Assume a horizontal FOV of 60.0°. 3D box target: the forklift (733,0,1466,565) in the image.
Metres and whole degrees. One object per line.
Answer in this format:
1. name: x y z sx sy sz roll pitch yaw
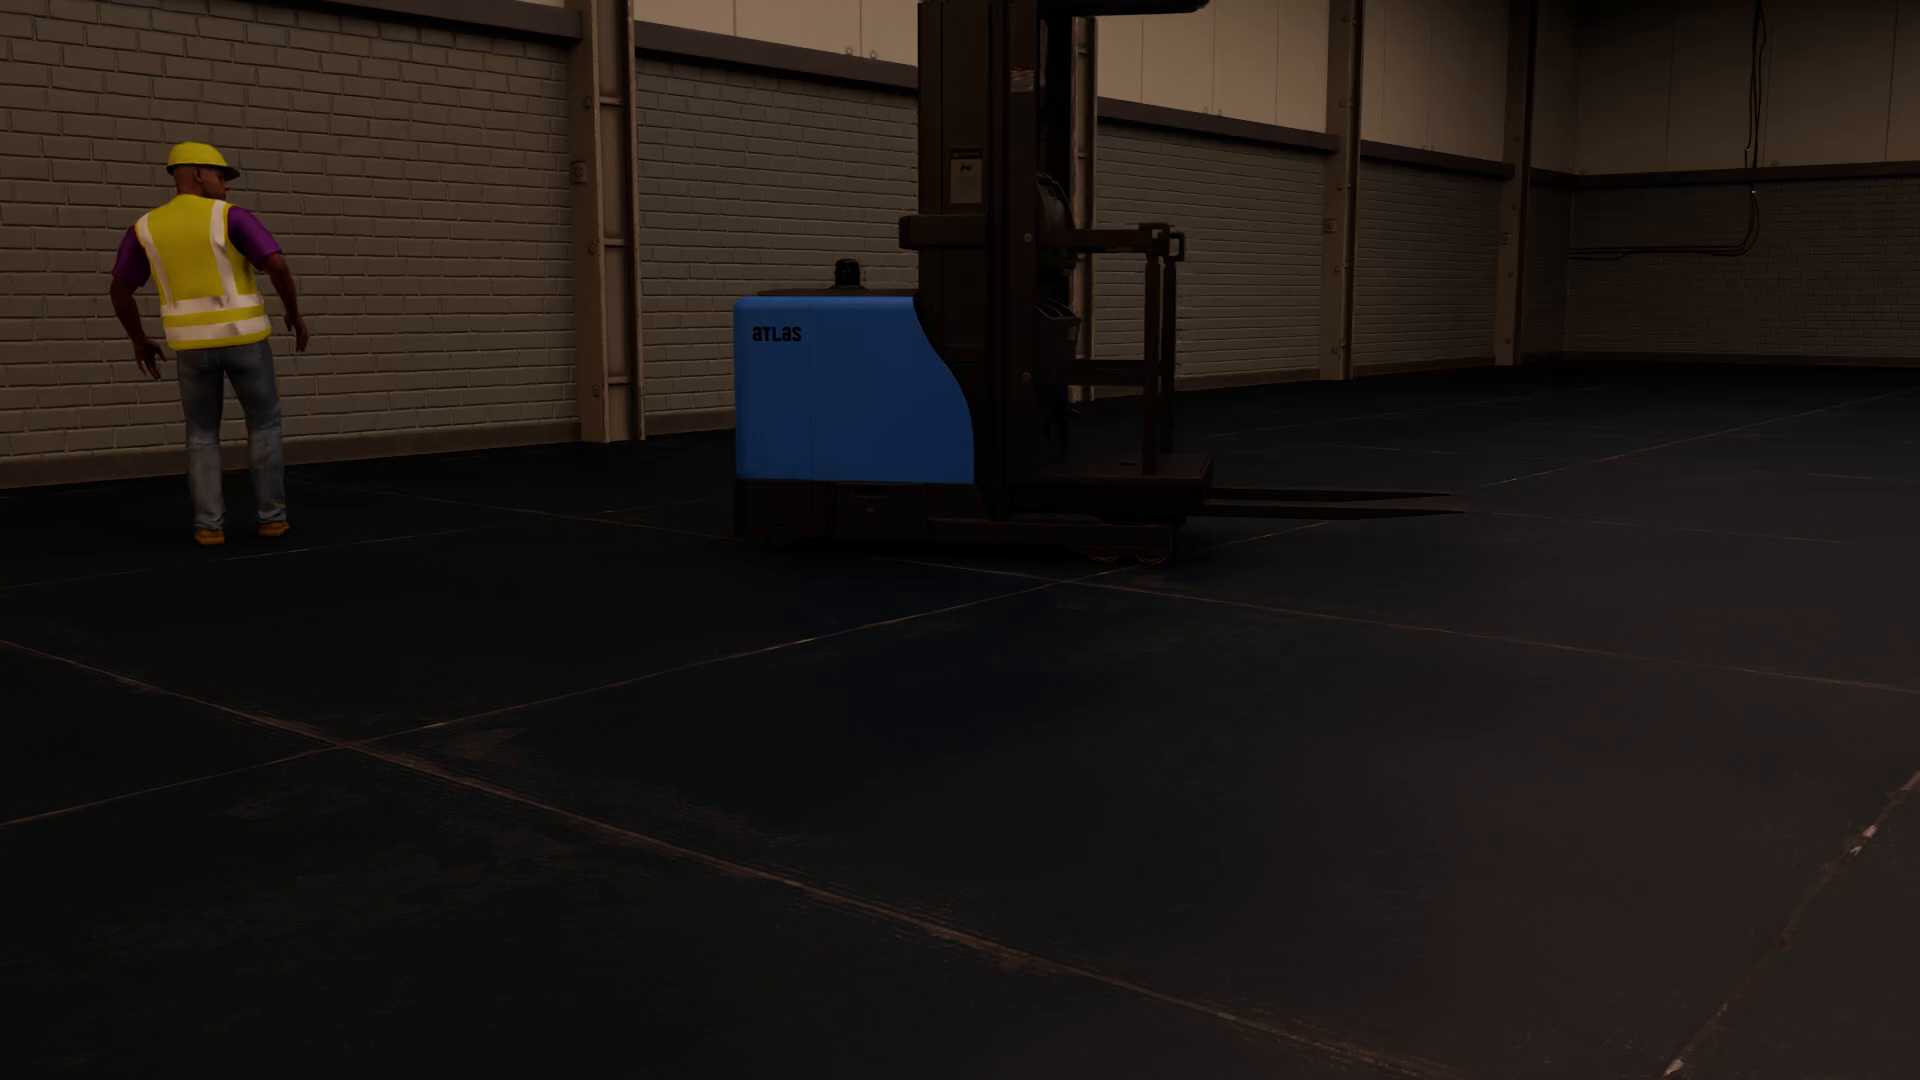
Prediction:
1. forklift: 0.599 -1.433 7.077 3.031 2.935 1.130 2 8 11

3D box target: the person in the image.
1. person: -3.284 -0.868 7.334 0.785 1.739 0.519 -2 8 -10
